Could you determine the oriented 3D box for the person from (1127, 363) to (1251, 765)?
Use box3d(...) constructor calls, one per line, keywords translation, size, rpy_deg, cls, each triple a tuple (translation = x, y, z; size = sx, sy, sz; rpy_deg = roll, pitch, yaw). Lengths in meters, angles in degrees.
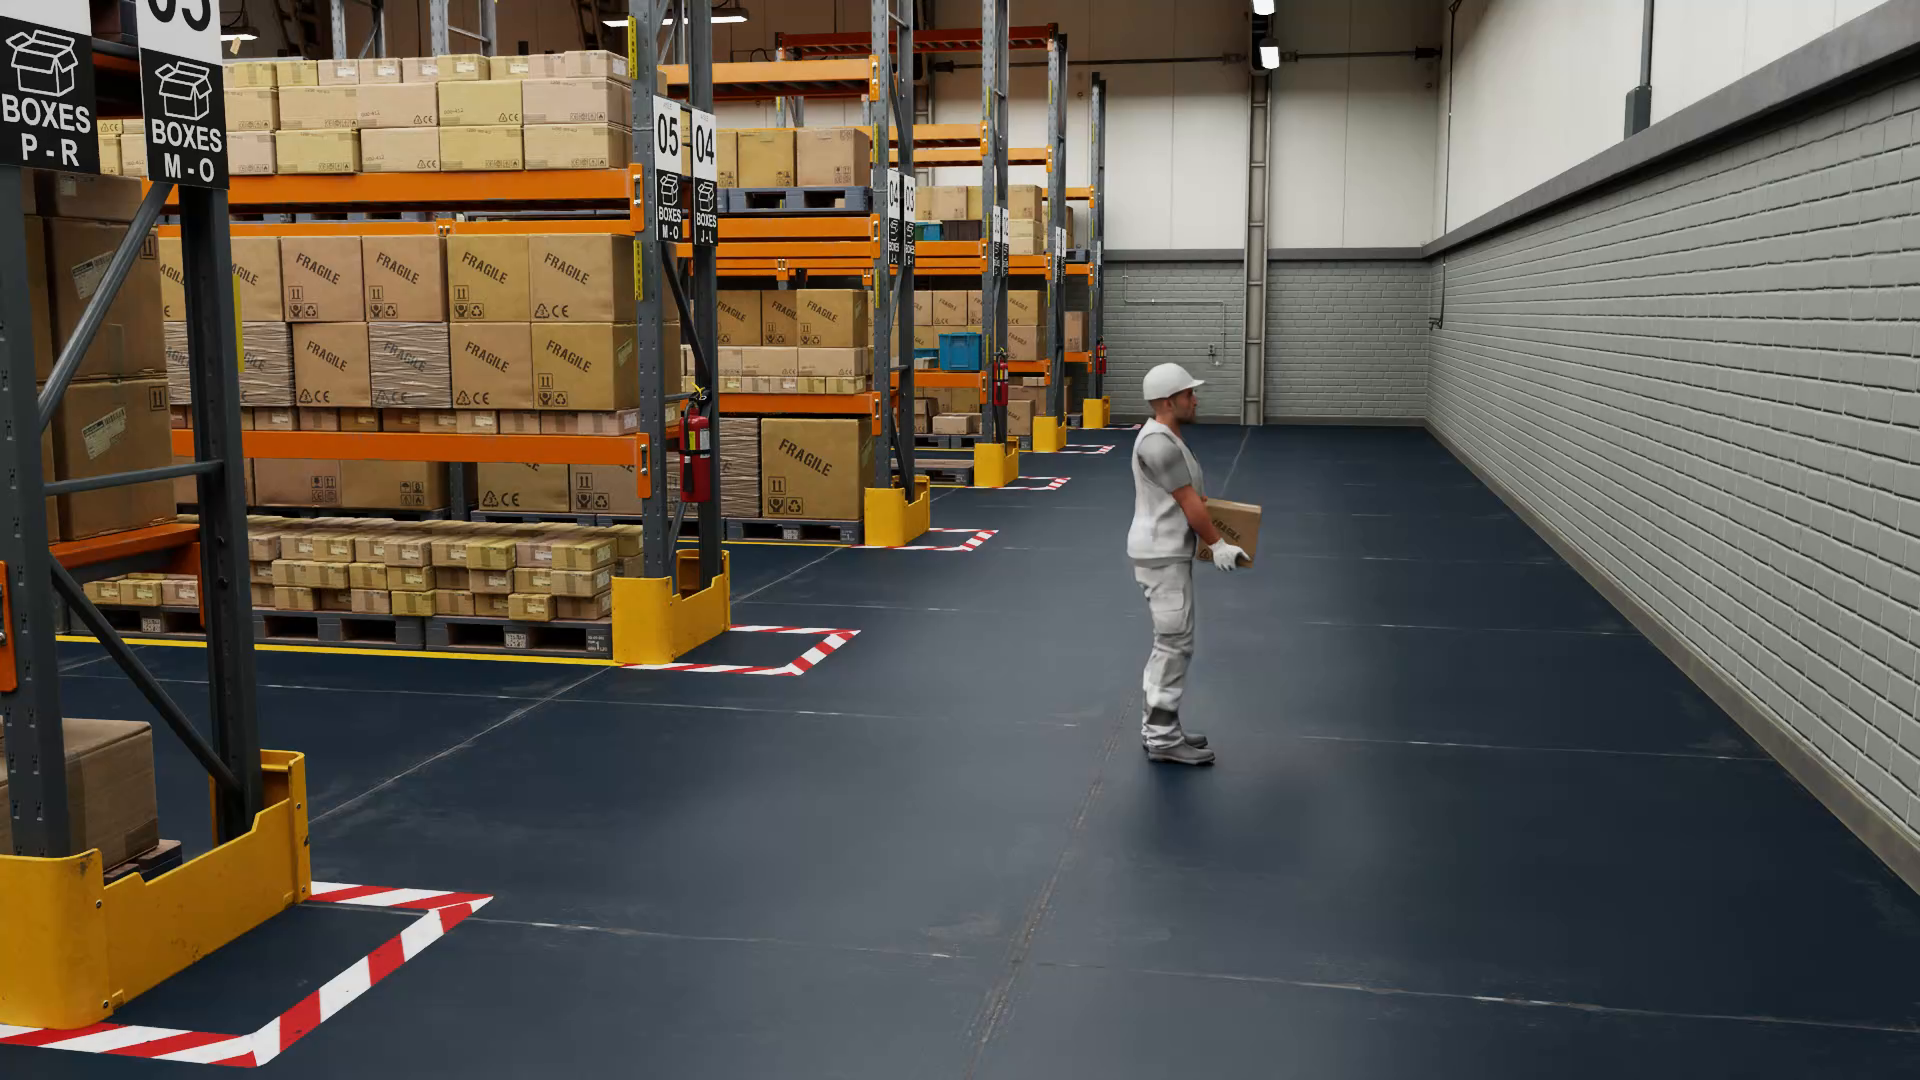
box3d(translation=(1.034, 0.099, 7.508), size=(0.553, 1.787, 0.495), rpy_deg=(1, 8, 11), cls="person")
